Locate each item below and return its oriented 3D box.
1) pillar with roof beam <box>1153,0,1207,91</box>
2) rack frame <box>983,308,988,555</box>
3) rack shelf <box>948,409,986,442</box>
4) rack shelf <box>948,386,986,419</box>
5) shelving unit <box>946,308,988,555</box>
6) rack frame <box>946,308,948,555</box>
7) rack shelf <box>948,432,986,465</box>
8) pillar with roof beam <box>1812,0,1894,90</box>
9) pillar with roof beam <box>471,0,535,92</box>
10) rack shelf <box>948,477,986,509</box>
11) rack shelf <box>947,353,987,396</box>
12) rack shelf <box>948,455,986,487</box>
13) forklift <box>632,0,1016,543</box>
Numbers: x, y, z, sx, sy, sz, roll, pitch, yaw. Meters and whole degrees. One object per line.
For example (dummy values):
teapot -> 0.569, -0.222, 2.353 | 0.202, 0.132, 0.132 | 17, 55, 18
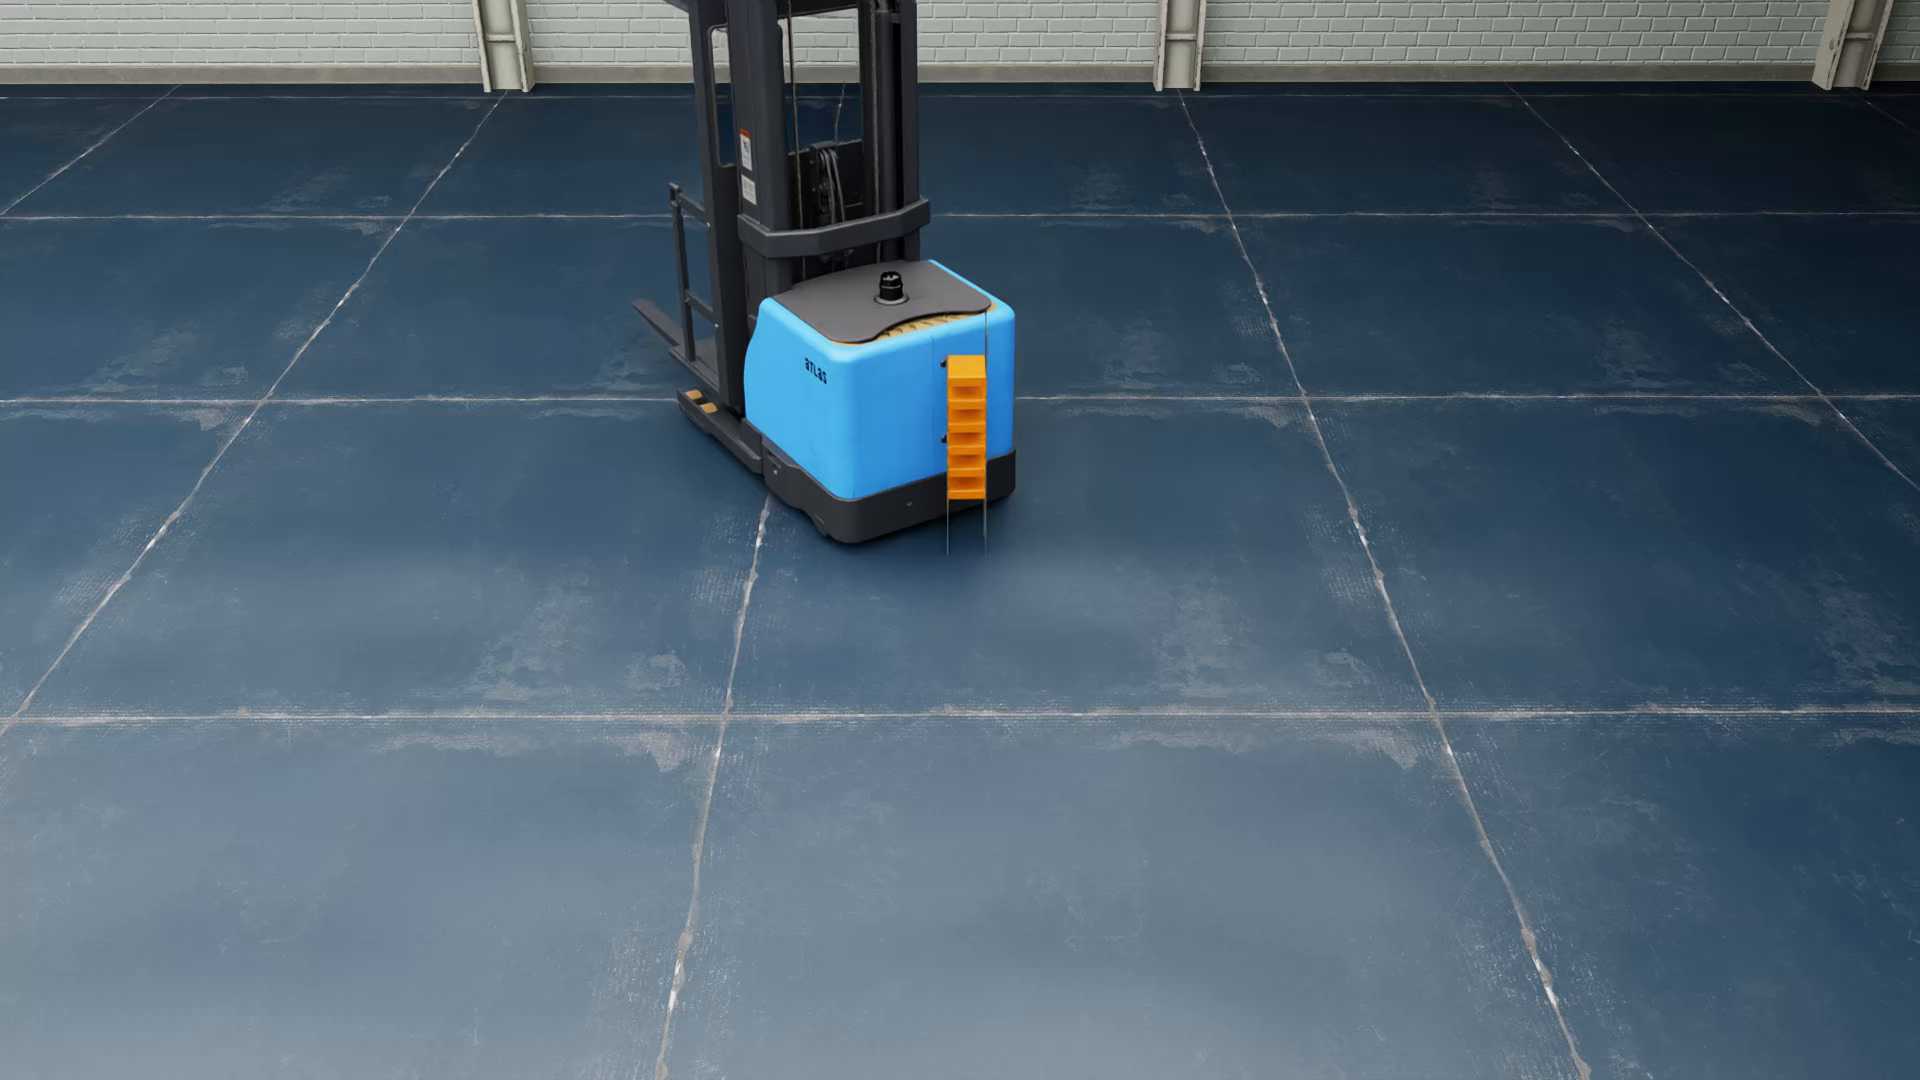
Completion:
pillar with roof beam -> 1.977, -5.713, 8.990 | 0.400, 9.000, 9.100 | 0, 31, 0
rack frame -> 0.122, -0.502, 7.920 | 0.006, 1.200, 0.240 | 0, 31, -1
rack shelf -> 0.030, -0.566, 7.880 | 0.180, 0.103, 0.258 | 0, 31, -1
rack shelf -> 0.030, -0.668, 7.817 | 0.180, 0.103, 0.258 | 0, 31, -1
shelving unit -> 0.030, -0.501, 7.919 | 0.189, 1.200, 0.258 | 0, 31, -1
rack frame -> -0.061, -0.500, 7.918 | 0.006, 1.200, 0.240 | 0, 31, -1
rack shelf -> 0.030, -0.463, 7.942 | 0.180, 0.103, 0.258 | 0, 31, -1
pillar with roof beam -> 7.977, -5.732, 9.021 | 0.400, 9.000, 9.100 | 0, 31, 0
pillar with roof beam -> -4.023, -5.694, 8.960 | 0.400, 9.000, 9.100 | 0, 31, 0
rack shelf -> 0.031, -0.258, 8.067 | 0.180, 0.103, 0.258 | 0, 31, -1
rack shelf -> 0.030, -0.771, 7.755 | 0.180, 0.103, 0.258 | 0, 31, -1
rack shelf -> 0.030, -0.361, 8.004 | 0.180, 0.103, 0.258 | 0, 31, -1
forklift -> -0.929, -1.964, 8.662 | 1.130, 2.935, 3.031 | -18, 36, -27
